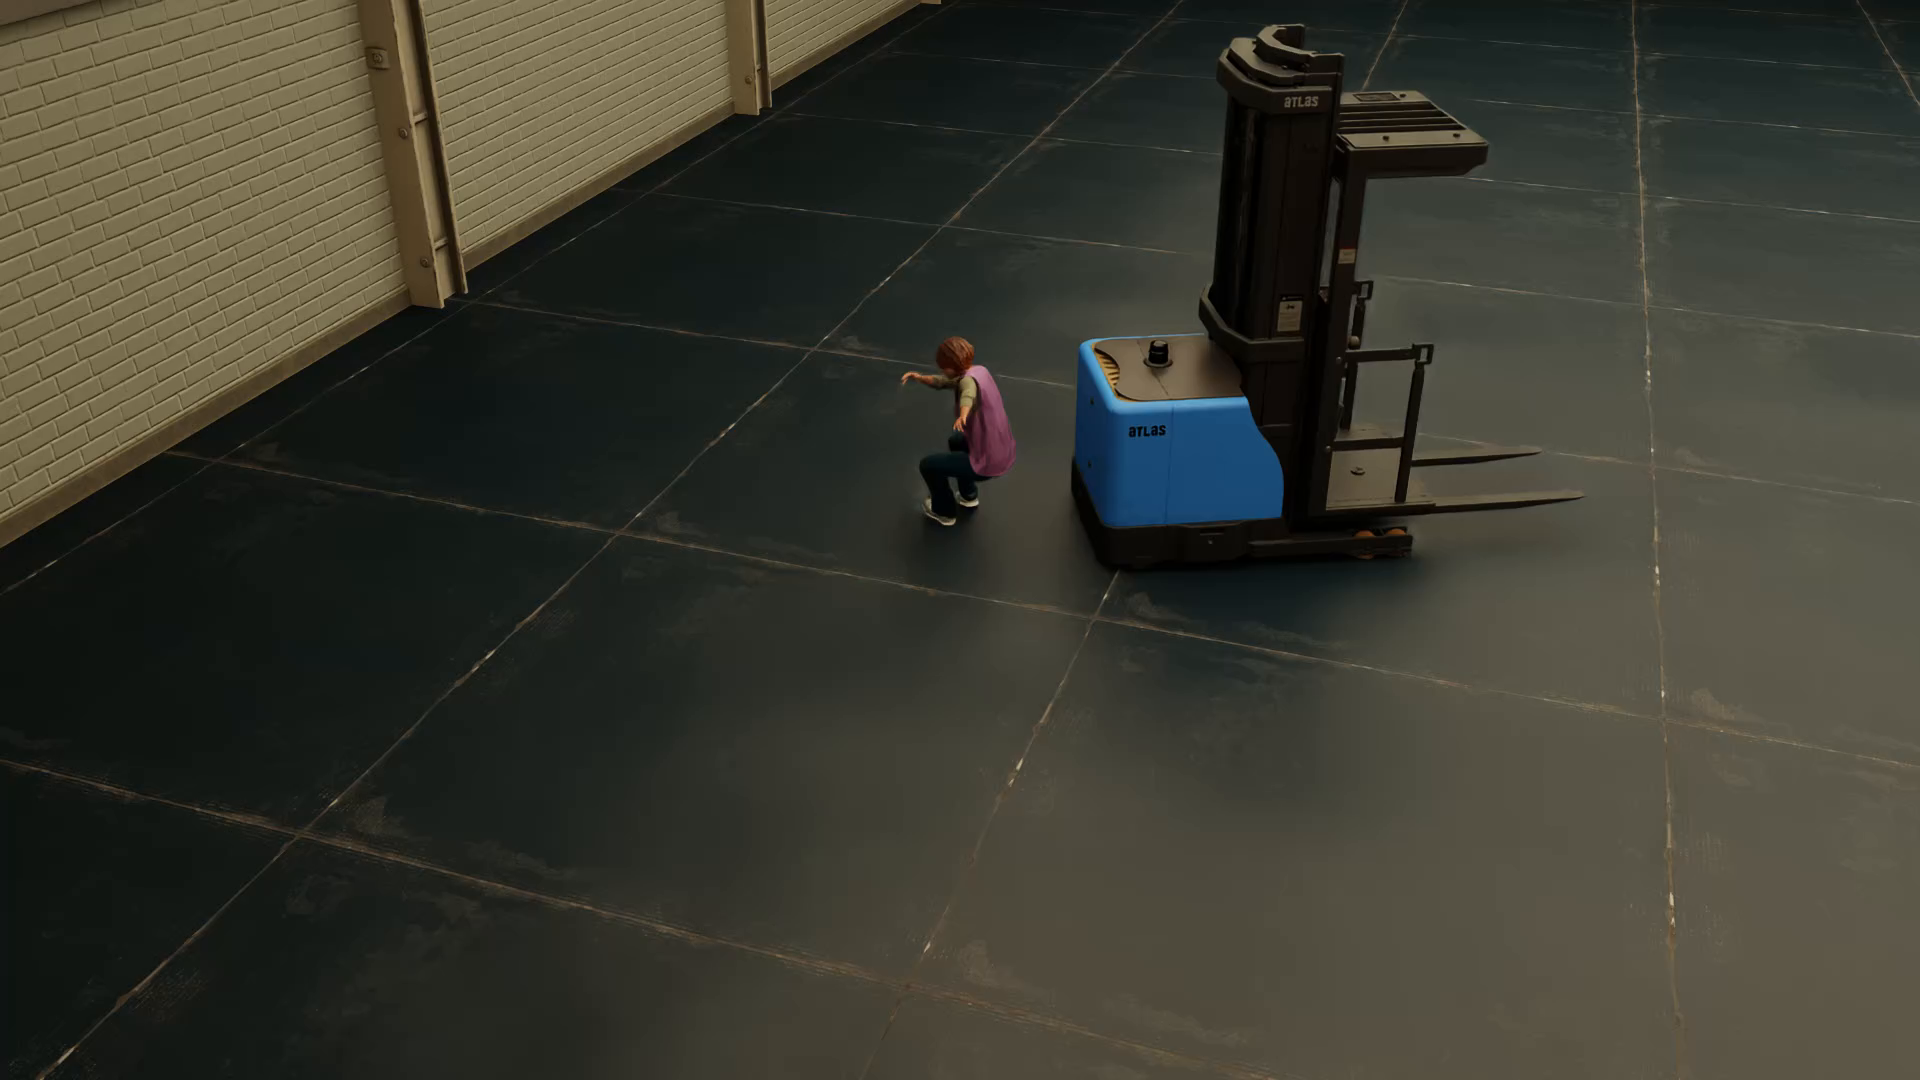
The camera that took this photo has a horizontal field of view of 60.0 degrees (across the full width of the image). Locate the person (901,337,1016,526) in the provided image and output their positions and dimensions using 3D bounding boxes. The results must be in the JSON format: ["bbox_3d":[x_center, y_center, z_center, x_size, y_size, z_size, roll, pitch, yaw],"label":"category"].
[{"bbox_3d":[-0.030,-0.518,9.741,0.639,1.296,1.223,10,31,17],"label":"person"}]

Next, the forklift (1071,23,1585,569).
[{"bbox_3d":[2.259,-1.415,9.619,3.031,2.935,1.130,-4,30,-6],"label":"forklift"}]
